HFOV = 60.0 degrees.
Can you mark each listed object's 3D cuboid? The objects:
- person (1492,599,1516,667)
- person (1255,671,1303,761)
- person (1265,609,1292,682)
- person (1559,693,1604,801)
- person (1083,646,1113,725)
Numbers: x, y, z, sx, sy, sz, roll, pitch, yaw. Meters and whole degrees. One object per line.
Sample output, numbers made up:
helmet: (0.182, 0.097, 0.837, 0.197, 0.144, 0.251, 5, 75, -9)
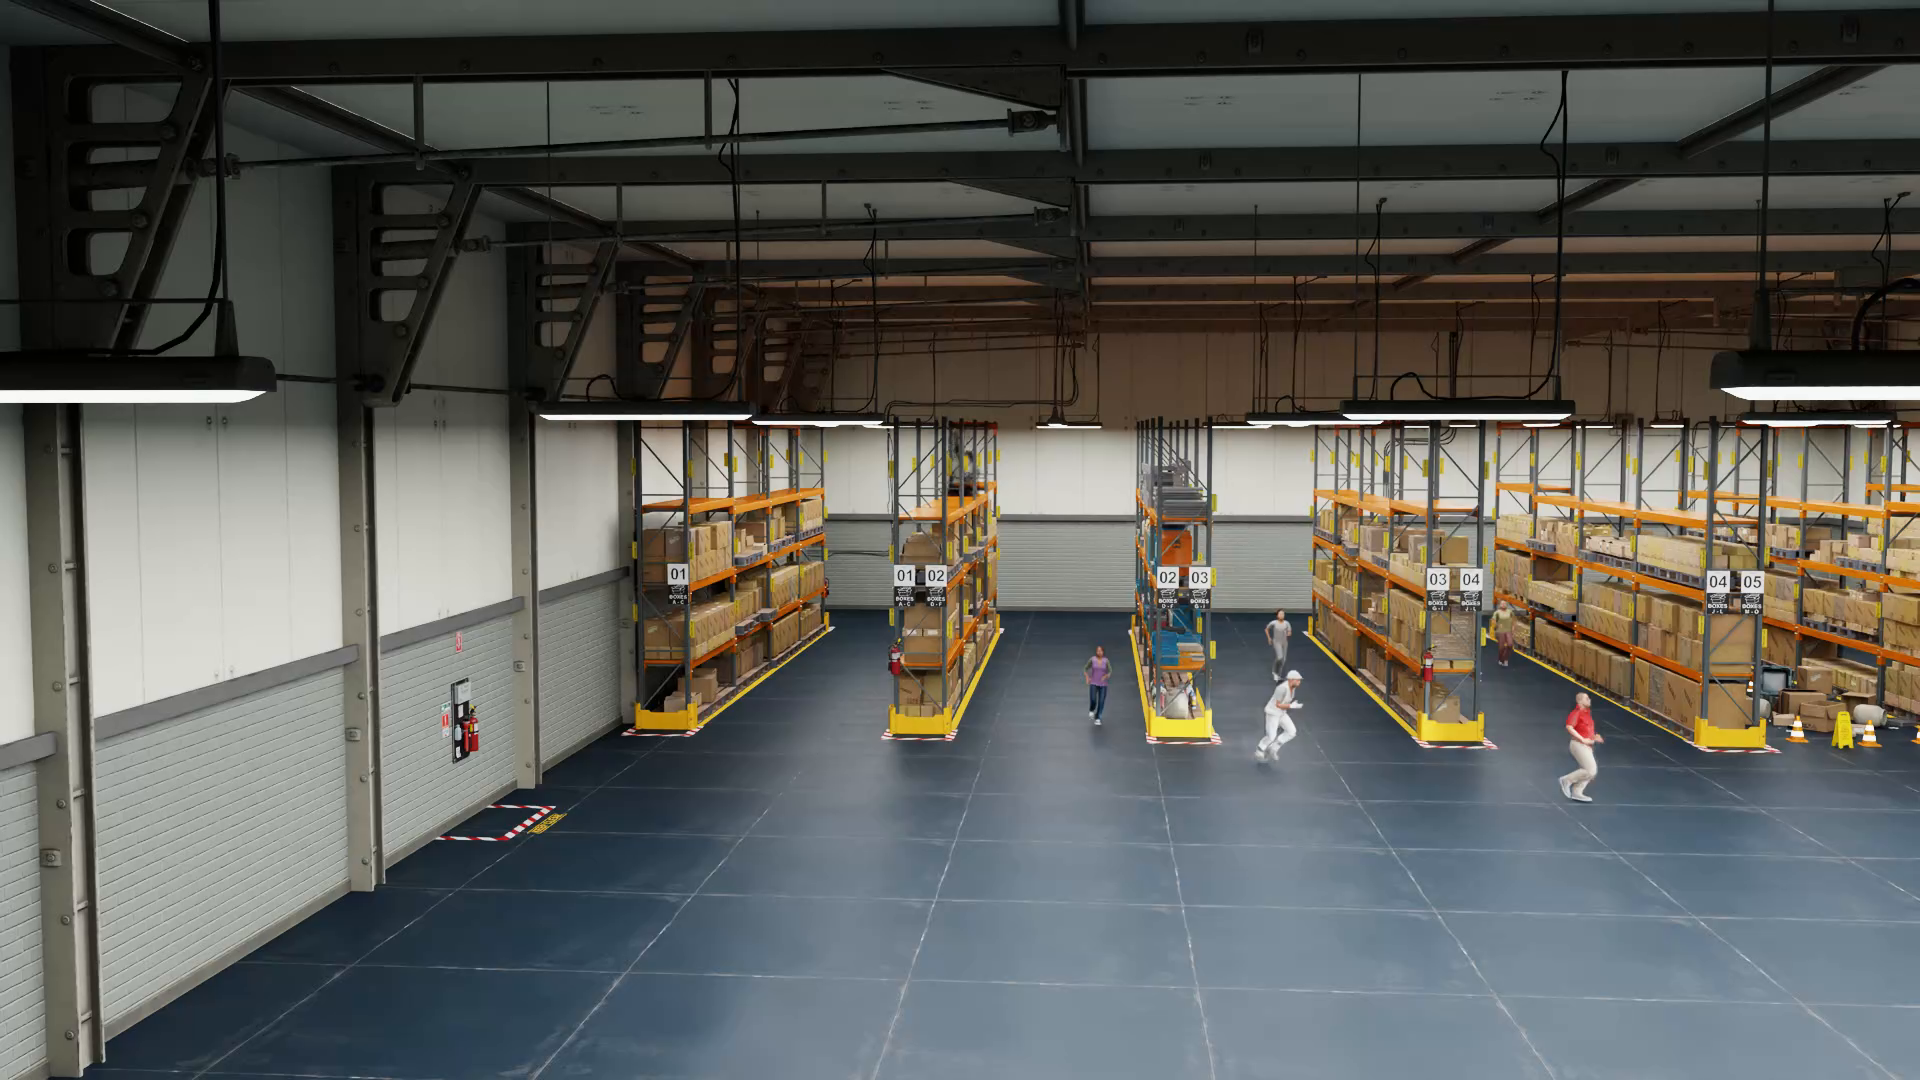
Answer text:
person: (13.249, 2.263, 40.474, 0.585, 1.649, 0.657, 1, 4, 9)
person: (5.529, 3.027, 28.645, 0.940, 1.621, 0.696, 3, 5, 38)
person: (7.303, 2.407, 37.966, 0.537, 1.659, 0.670, -1, 4, -10)
person: (9.624, 3.198, 25.742, 0.595, 1.679, 0.644, 2, 4, 32)
person: (2.699, 2.835, 32.394, 0.571, 1.546, 0.500, 0, 4, -1)
